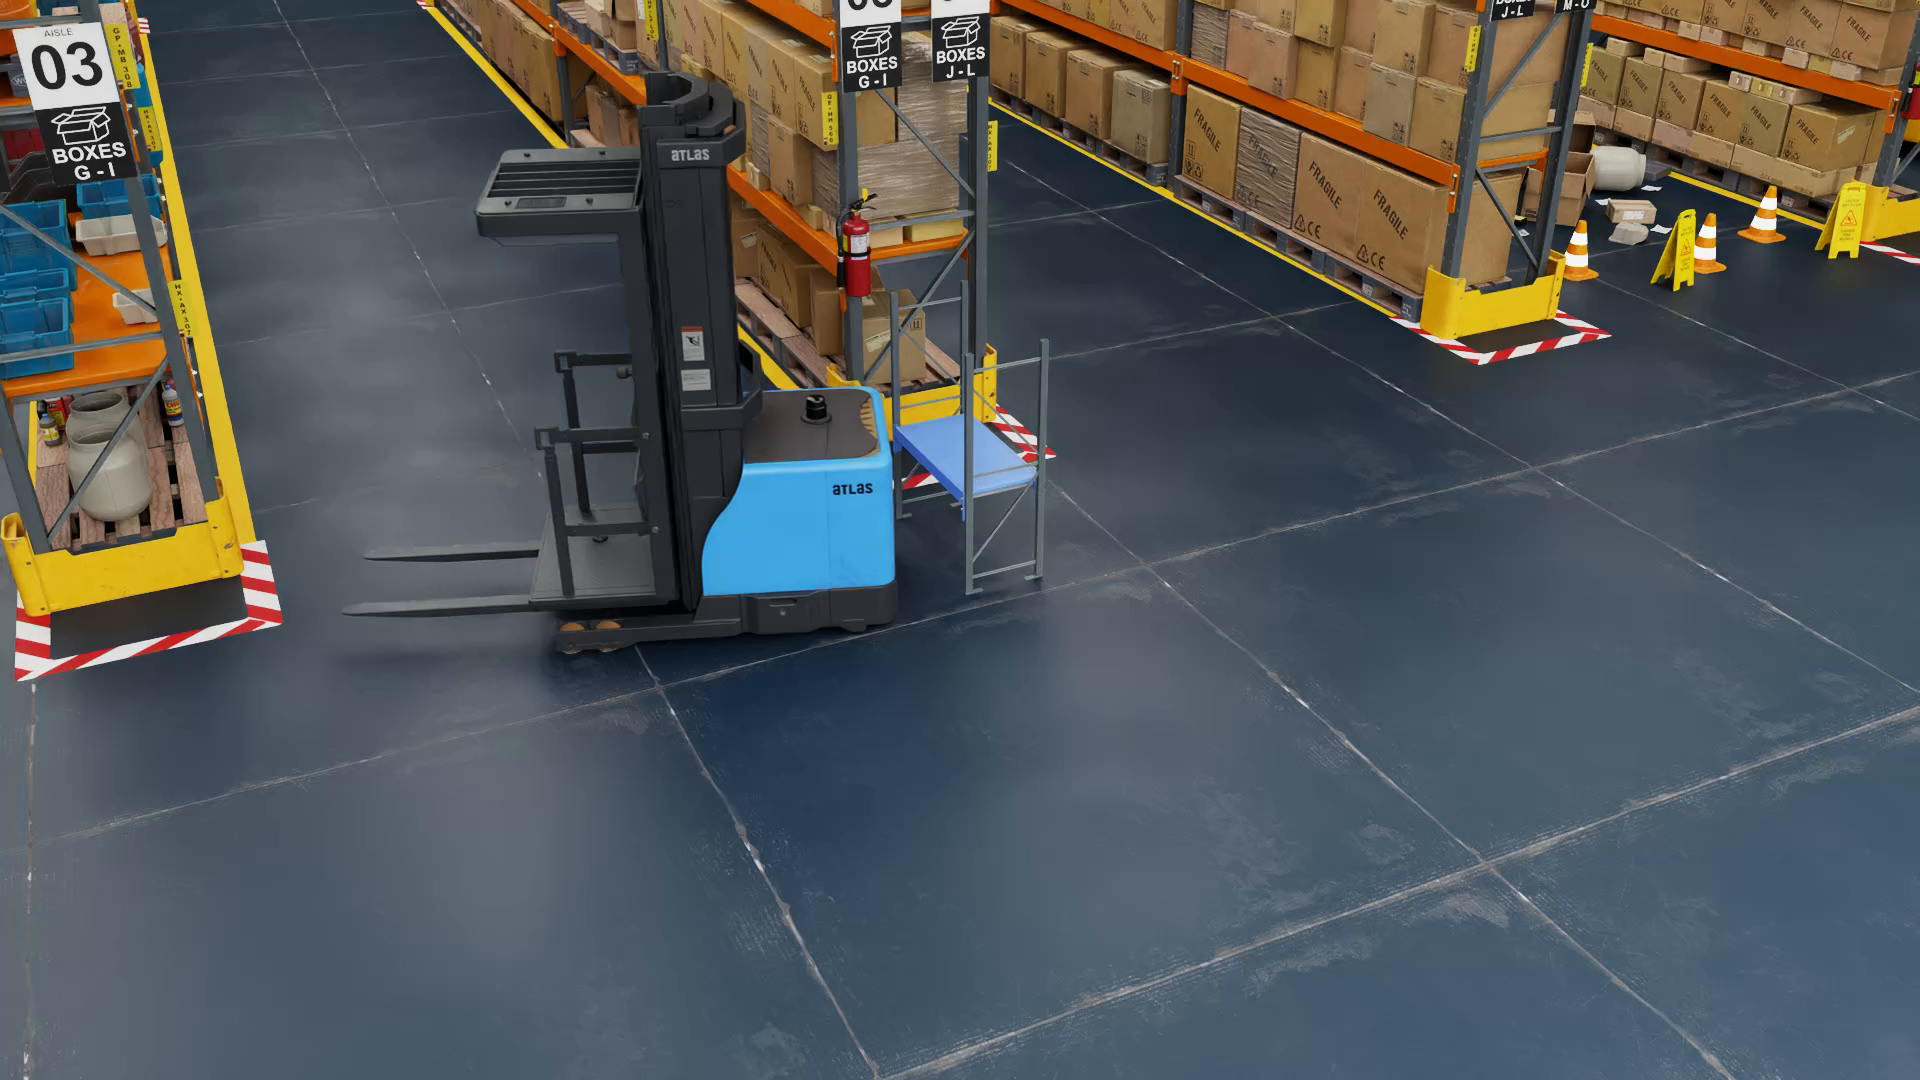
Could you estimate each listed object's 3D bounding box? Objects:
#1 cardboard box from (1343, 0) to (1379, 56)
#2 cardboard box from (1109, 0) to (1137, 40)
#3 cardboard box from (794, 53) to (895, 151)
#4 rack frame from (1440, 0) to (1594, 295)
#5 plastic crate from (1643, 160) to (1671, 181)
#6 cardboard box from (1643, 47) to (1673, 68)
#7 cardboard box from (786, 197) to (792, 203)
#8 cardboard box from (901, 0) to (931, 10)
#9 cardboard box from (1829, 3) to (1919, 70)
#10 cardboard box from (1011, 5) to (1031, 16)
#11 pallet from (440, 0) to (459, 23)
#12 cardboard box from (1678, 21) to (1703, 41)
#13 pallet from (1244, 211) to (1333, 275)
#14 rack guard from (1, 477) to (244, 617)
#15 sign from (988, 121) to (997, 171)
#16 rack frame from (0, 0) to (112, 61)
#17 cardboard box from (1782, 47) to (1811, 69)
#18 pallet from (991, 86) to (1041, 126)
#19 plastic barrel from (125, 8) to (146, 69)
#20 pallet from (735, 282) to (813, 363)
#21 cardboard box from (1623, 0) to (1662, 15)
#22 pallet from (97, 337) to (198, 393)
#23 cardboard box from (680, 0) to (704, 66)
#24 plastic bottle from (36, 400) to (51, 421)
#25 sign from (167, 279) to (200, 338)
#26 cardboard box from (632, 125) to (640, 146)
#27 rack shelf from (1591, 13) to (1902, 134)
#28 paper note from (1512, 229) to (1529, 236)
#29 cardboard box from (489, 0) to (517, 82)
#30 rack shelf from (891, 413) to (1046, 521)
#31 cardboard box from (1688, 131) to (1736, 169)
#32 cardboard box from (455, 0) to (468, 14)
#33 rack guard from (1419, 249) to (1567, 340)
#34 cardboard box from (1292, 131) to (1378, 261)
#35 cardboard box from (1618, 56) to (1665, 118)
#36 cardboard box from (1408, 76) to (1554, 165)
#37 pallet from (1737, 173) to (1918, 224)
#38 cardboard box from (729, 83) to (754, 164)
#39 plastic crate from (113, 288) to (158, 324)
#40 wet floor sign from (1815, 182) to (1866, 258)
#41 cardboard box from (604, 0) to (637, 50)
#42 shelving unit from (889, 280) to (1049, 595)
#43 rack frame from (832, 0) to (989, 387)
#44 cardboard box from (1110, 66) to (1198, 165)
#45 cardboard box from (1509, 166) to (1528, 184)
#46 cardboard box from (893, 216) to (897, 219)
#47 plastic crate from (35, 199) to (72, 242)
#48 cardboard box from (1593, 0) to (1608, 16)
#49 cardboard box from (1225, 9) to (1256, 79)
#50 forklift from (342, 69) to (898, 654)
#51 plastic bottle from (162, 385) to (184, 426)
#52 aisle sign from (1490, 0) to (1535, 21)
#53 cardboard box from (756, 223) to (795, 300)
[{"bbox_3d":[3.668,-4.282,13.534,0.875,0.550,0.550,-13,32,-22],"label":"cardboard box"},{"bbox_3d":[1.830,-5.282,16.473,0.500,0.500,0.500,-13,32,-23],"label":"cardboard box"},{"bbox_3d":[-0.753,-2.877,10.859,0.500,0.500,0.500,-13,32,-22],"label":"cardboard box"},{"bbox_3d":[4.229,-3.074,12.638,1.000,3.000,0.127,-13,32,-22],"label":"rack frame"},{"bbox_3d":[6.873,-3.786,16.892,0.583,0.080,0.402,26,38,38],"label":"plastic crate"},{"bbox_3d":[7.171,-4.907,16.859,0.380,0.149,0.250,-12,31,-20],"label":"cardboard box"},{"bbox_3d":[-1.026,-2.493,11.859,0.380,0.149,0.250,-13,32,-22],"label":"cardboard box"},{"bbox_3d":[-0.267,-3.587,10.639,0.500,0.250,0.500,-12,31,-21],"label":"cardboard box"},{"bbox_3d":[8.175,-4.513,14.798,0.500,0.500,0.500,-14,32,-23],"label":"cardboard box"},{"bbox_3d":[0.718,-6.383,19.899,0.500,0.250,0.500,-15,32,-24],"label":"cardboard box"},{"bbox_3d":[-6.749,-7.592,23.546,1.003,0.211,1.213,-13,32,-22],"label":"pallet"},{"bbox_3d":[7.326,-5.042,16.404,0.380,0.149,0.250,-13,32,-22],"label":"cardboard box"},{"bbox_3d":[3.296,-2.732,14.880,1.003,0.211,1.213,-13,32,-22],"label":"pallet"},{"bbox_3d":[-4.842,0.030,9.659,1.175,0.500,0.348,-13,32,-22],"label":"rack guard"},{"bbox_3d":[0.196,-2.569,10.851,0.100,0.325,0.005,-13,32,-22],"label":"sign"},{"bbox_3d":[-4.767,-3.654,7.538,1.000,3.000,0.127,-13,32,-22],"label":"rack frame"},{"bbox_3d":[7.865,-4.482,15.406,0.380,0.149,0.250,-13,32,-21],"label":"cardboard box"},{"bbox_3d":[1.065,-5.027,18.972,1.003,0.211,1.213,-13,32,-22],"label":"pallet"},{"bbox_3d":[-7.729,-4.489,15.022,0.600,0.536,0.708,-13,32,-22],"label":"plastic barrel"},{"bbox_3d":[-1.163,-1.799,13.215,1.003,0.211,1.213,-13,32,-22],"label":"pallet"},{"bbox_3d":[7.113,-5.628,16.787,0.500,0.500,0.500,-13,32,-22],"label":"cardboard box"},{"bbox_3d":[-6.234,-1.282,12.294,1.003,0.211,1.213,-13,32,-22],"label":"pallet"},{"bbox_3d":[-1.831,-3.981,12.826,0.500,0.500,0.500,-13,32,-22],"label":"cardboard box"},{"bbox_3d":[-6.018,-0.811,10.930,0.061,0.283,0.133,-12,32,-21],"label":"plastic bottle"},{"bbox_3d":[-4.268,-1.271,9.140,0.100,0.325,0.005,-13,32,-22],"label":"sign"},{"bbox_3d":[-2.683,-3.683,15.830,0.700,0.500,0.500,-16,33,-26],"label":"cardboard box"},{"bbox_3d":[7.798,-4.727,16.322,1.077,0.370,4.000,-13,32,-22],"label":"rack shelf"},{"bbox_3d":[5.107,-2.809,15.202,0.144,0.017,0.142,-3,29,-5],"label":"paper note"},{"bbox_3d":[-4.768,-5.961,19.530,1.225,0.875,0.875,-14,32,-24],"label":"cardboard box"},{"bbox_3d":[0.037,-0.460,9.877,0.538,0.185,1.000,-13,32,-22],"label":"rack shelf"},{"bbox_3d":[7.622,-3.903,16.498,0.500,0.250,0.500,-14,32,-24],"label":"cardboard box"},{"bbox_3d":[-6.425,-7.733,22.690,0.875,0.875,0.875,-13,32,-22],"label":"cardboard box"},{"bbox_3d":[4.240,-1.973,13.230,1.175,0.500,0.348,-13,32,-22],"label":"rack guard"},{"bbox_3d":[3.499,-3.004,14.256,0.875,0.875,0.875,-14,32,-23],"label":"cardboard box"},{"bbox_3d":[7.189,-4.684,17.125,0.500,0.500,0.500,-12,31,-20],"label":"cardboard box"},{"bbox_3d":[4.029,-3.294,12.876,0.875,0.550,0.550,-13,32,-22],"label":"cardboard box"},{"bbox_3d":[8.307,-3.341,15.966,1.003,0.211,1.213,-13,32,-22],"label":"pallet"},{"bbox_3d":[-1.208,-3.148,12.364,0.875,0.500,0.500,-13,32,-22],"label":"cardboard box"},{"bbox_3d":[-4.861,-1.385,9.895,0.298,0.136,0.250,-13,32,-22],"label":"plastic crate"},{"bbox_3d":[7.772,-2.822,14.596,0.267,0.644,0.232,-3,29,-5],"label":"wet floor sign"},{"bbox_3d":[-2.839,-4.818,15.214,0.797,0.503,0.637,-10,31,-17],"label":"cardboard box"},{"bbox_3d":[0.037,-0.616,9.789,0.538,1.500,1.048,-13,32,-22],"label":"shelving unit"},{"bbox_3d":[-0.294,-2.077,10.860,1.000,3.000,0.127,-13,32,-22],"label":"rack frame"},{"bbox_3d":[2.164,-4.298,16.691,1.050,0.750,0.750,-13,32,-22],"label":"cardboard box"},{"bbox_3d":[5.207,-3.784,16.317,0.797,0.637,0.503,-13,32,-22],"label":"cardboard box"},{"bbox_3d":[-0.291,-2.258,11.439,0.380,0.149,0.250,-13,32,-22],"label":"cardboard box"},{"bbox_3d":[-6.156,-2.053,11.033,0.450,0.188,0.662,-13,32,-22],"label":"plastic crate"},{"bbox_3d":[6.785,-5.609,17.415,0.380,0.149,0.250,-13,32,-22],"label":"cardboard box"},{"bbox_3d":[2.938,-4.507,15.041,0.875,0.550,0.550,-13,32,-22],"label":"cardboard box"},{"bbox_3d":[-1.900,-0.927,8.880,3.031,2.935,1.130,-3,29,-6],"label":"forklift"},{"bbox_3d":[-5.264,-0.905,11.110,0.097,0.271,0.097,0,29,0],"label":"plastic bottle"},{"bbox_3d":[3.989,-4.113,11.834,0.394,0.787,0.004,-13,32,-22],"label":"aisle sign"},{"bbox_3d":[-1.285,-2.243,13.282,0.500,0.500,0.500,-16,33,-26],"label":"cardboard box"}]
